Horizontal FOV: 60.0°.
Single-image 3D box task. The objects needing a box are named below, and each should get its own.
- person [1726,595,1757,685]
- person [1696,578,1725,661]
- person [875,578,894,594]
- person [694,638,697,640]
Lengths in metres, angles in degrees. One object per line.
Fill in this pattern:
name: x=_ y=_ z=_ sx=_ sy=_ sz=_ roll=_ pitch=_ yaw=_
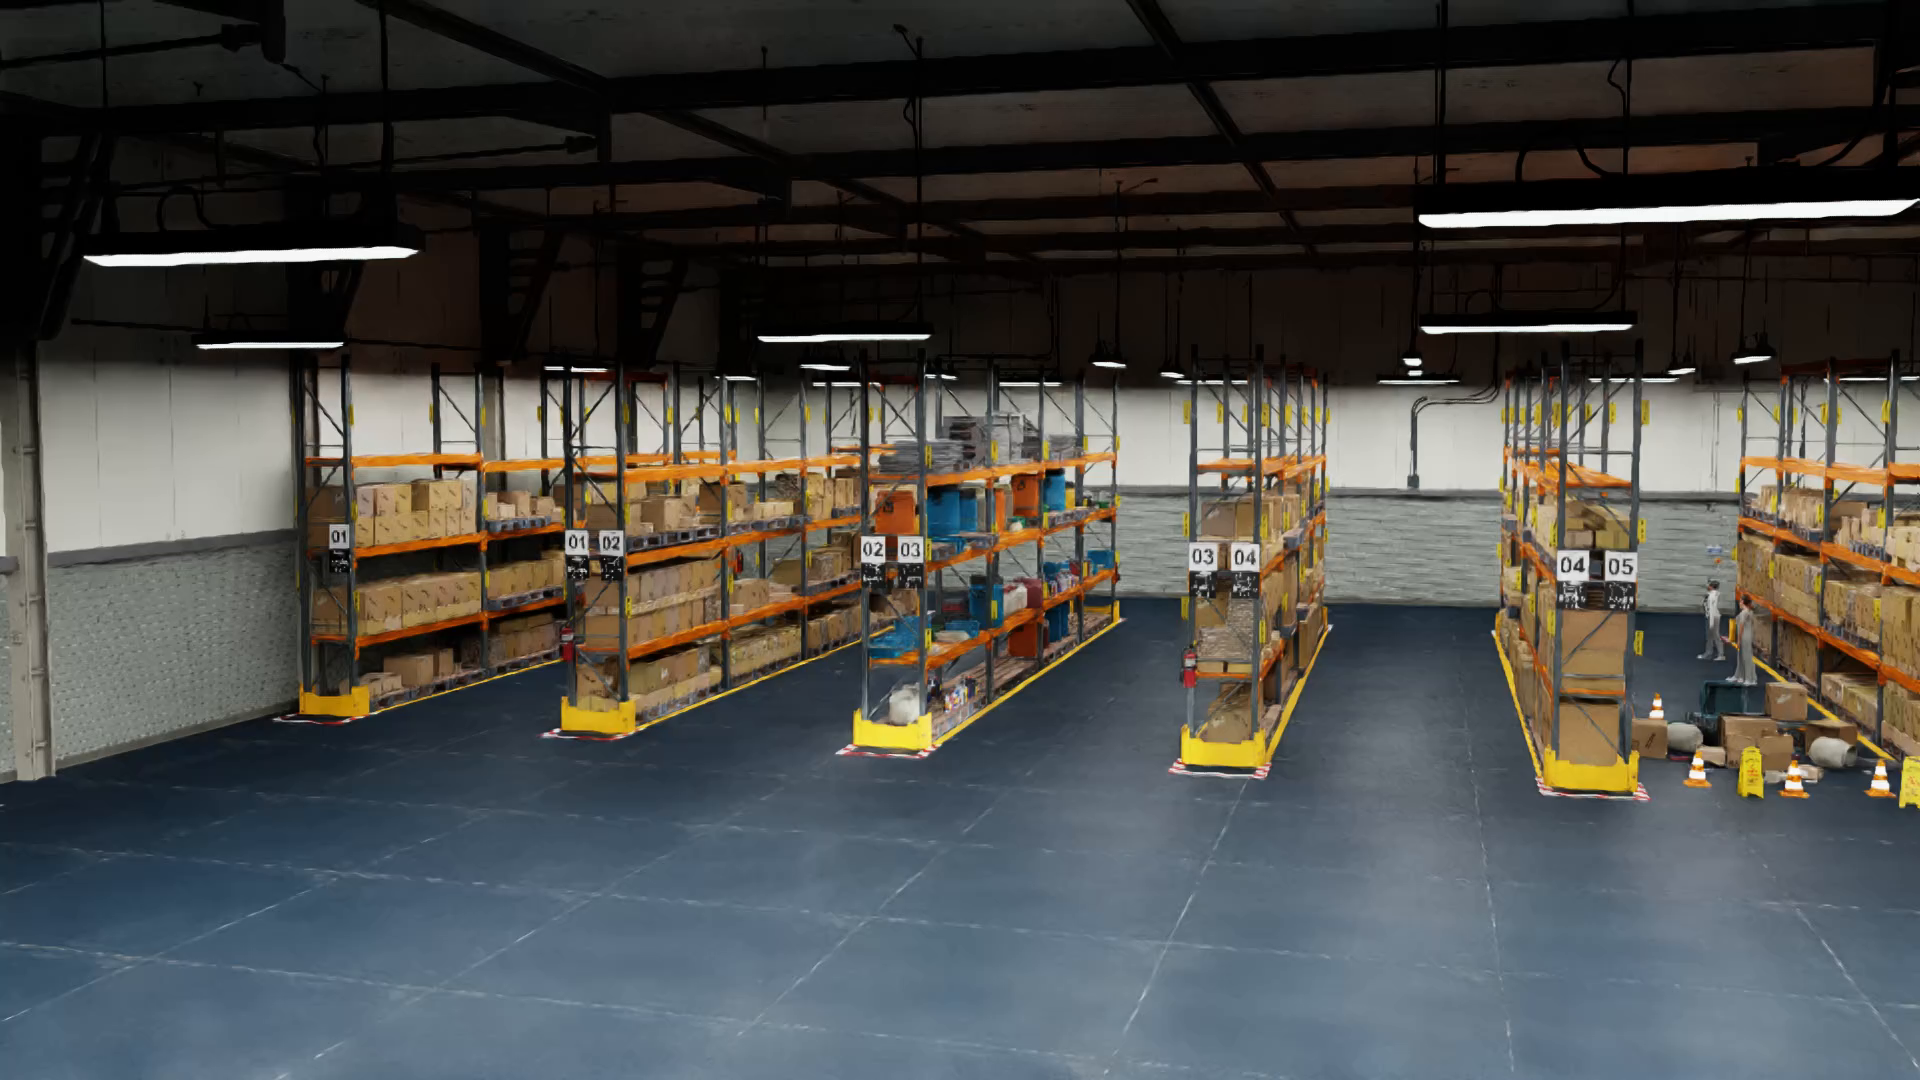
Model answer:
person: x=14.542 y=1.837 z=30.883 sx=0.577 sy=1.665 sz=0.558 roll=3 pitch=5 yaw=36
person: x=15.371 y=1.614 z=33.994 sx=0.546 sy=1.663 sz=0.655 roll=2 pitch=5 yaw=25
person: x=-1.955 y=0.900 z=43.341 sx=0.776 sy=1.675 sz=0.577 roll=-3 pitch=5 yaw=-37
person: x=-5.977 y=1.425 z=36.596 sx=0.716 sy=1.689 sz=0.802 roll=2 pitch=5 yaw=21
